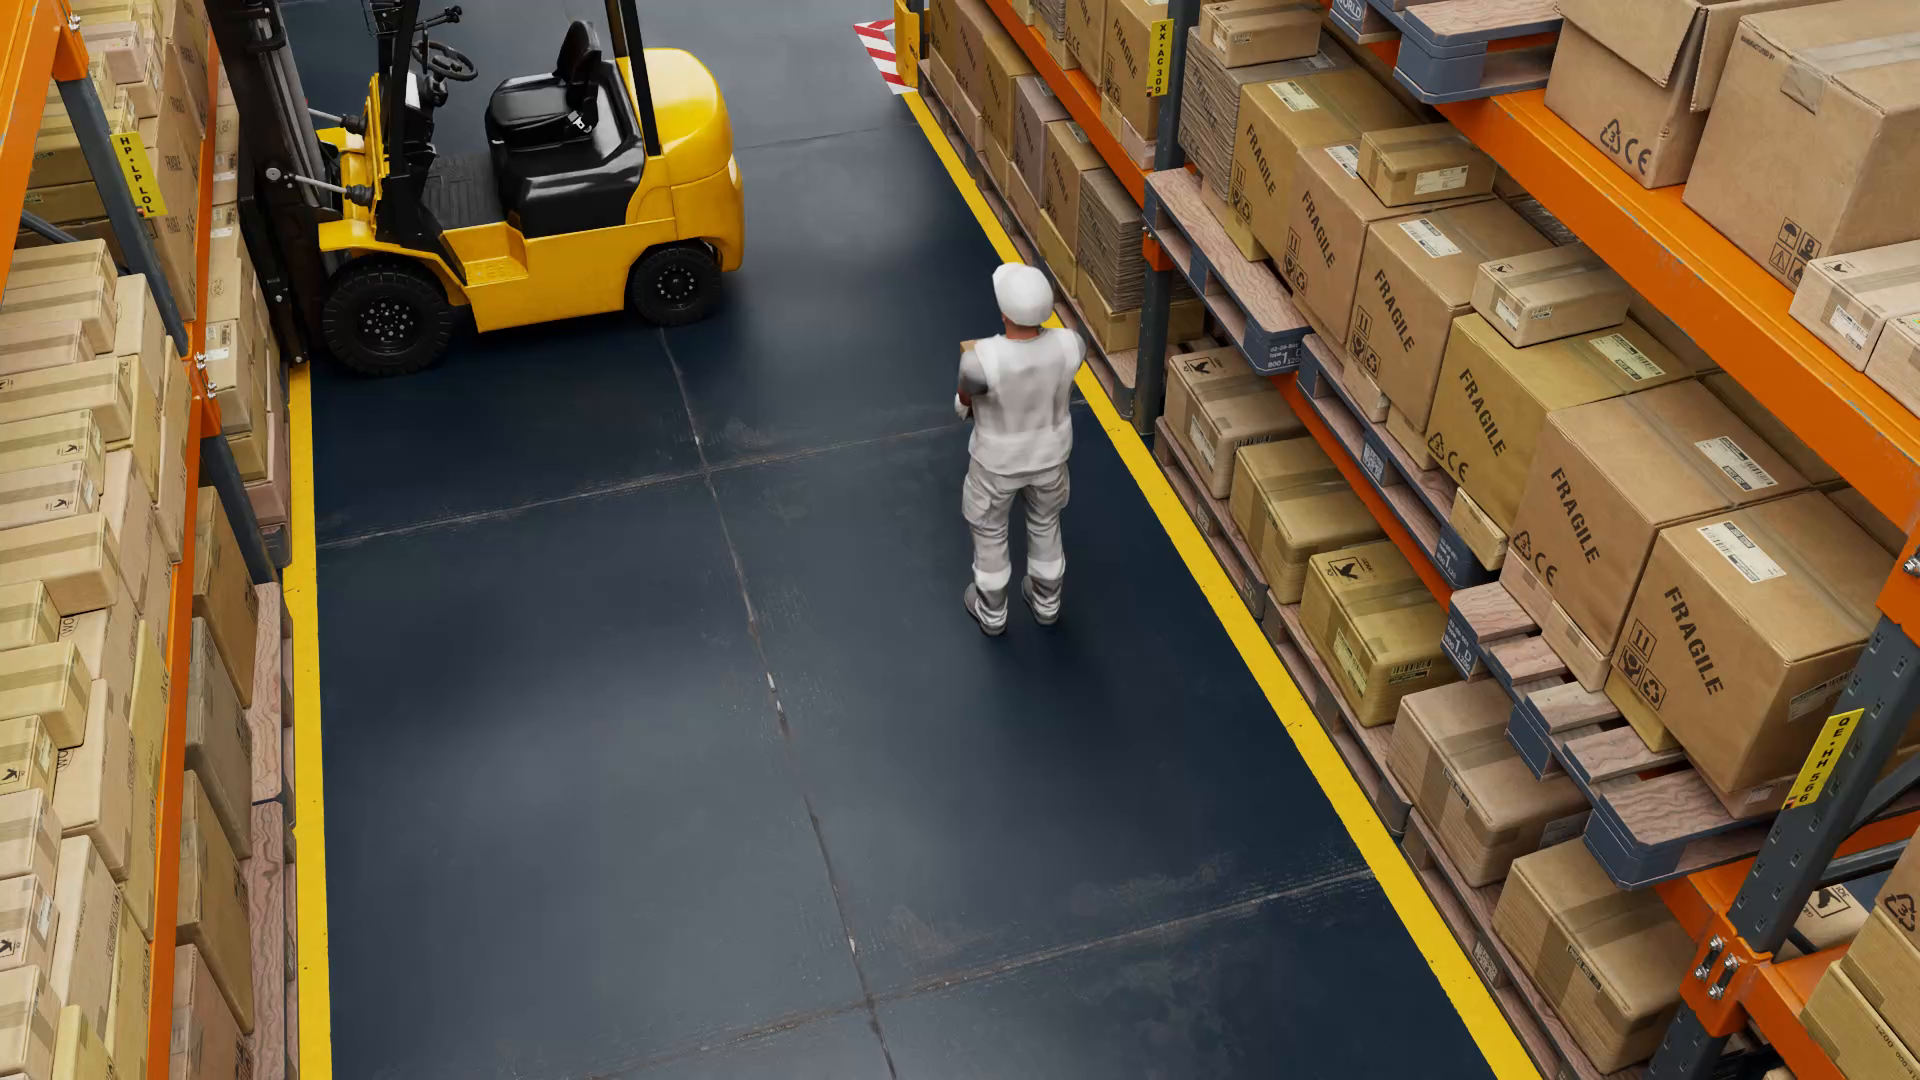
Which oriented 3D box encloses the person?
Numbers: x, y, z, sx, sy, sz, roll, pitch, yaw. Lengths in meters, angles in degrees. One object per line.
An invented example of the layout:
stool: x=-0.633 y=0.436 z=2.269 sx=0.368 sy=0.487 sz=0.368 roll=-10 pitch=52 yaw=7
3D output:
person: x=6.507 y=-12.518 z=20.121 sx=22.794 sy=1.780 sz=31.837 roll=-11 pitch=43 yaw=-12
